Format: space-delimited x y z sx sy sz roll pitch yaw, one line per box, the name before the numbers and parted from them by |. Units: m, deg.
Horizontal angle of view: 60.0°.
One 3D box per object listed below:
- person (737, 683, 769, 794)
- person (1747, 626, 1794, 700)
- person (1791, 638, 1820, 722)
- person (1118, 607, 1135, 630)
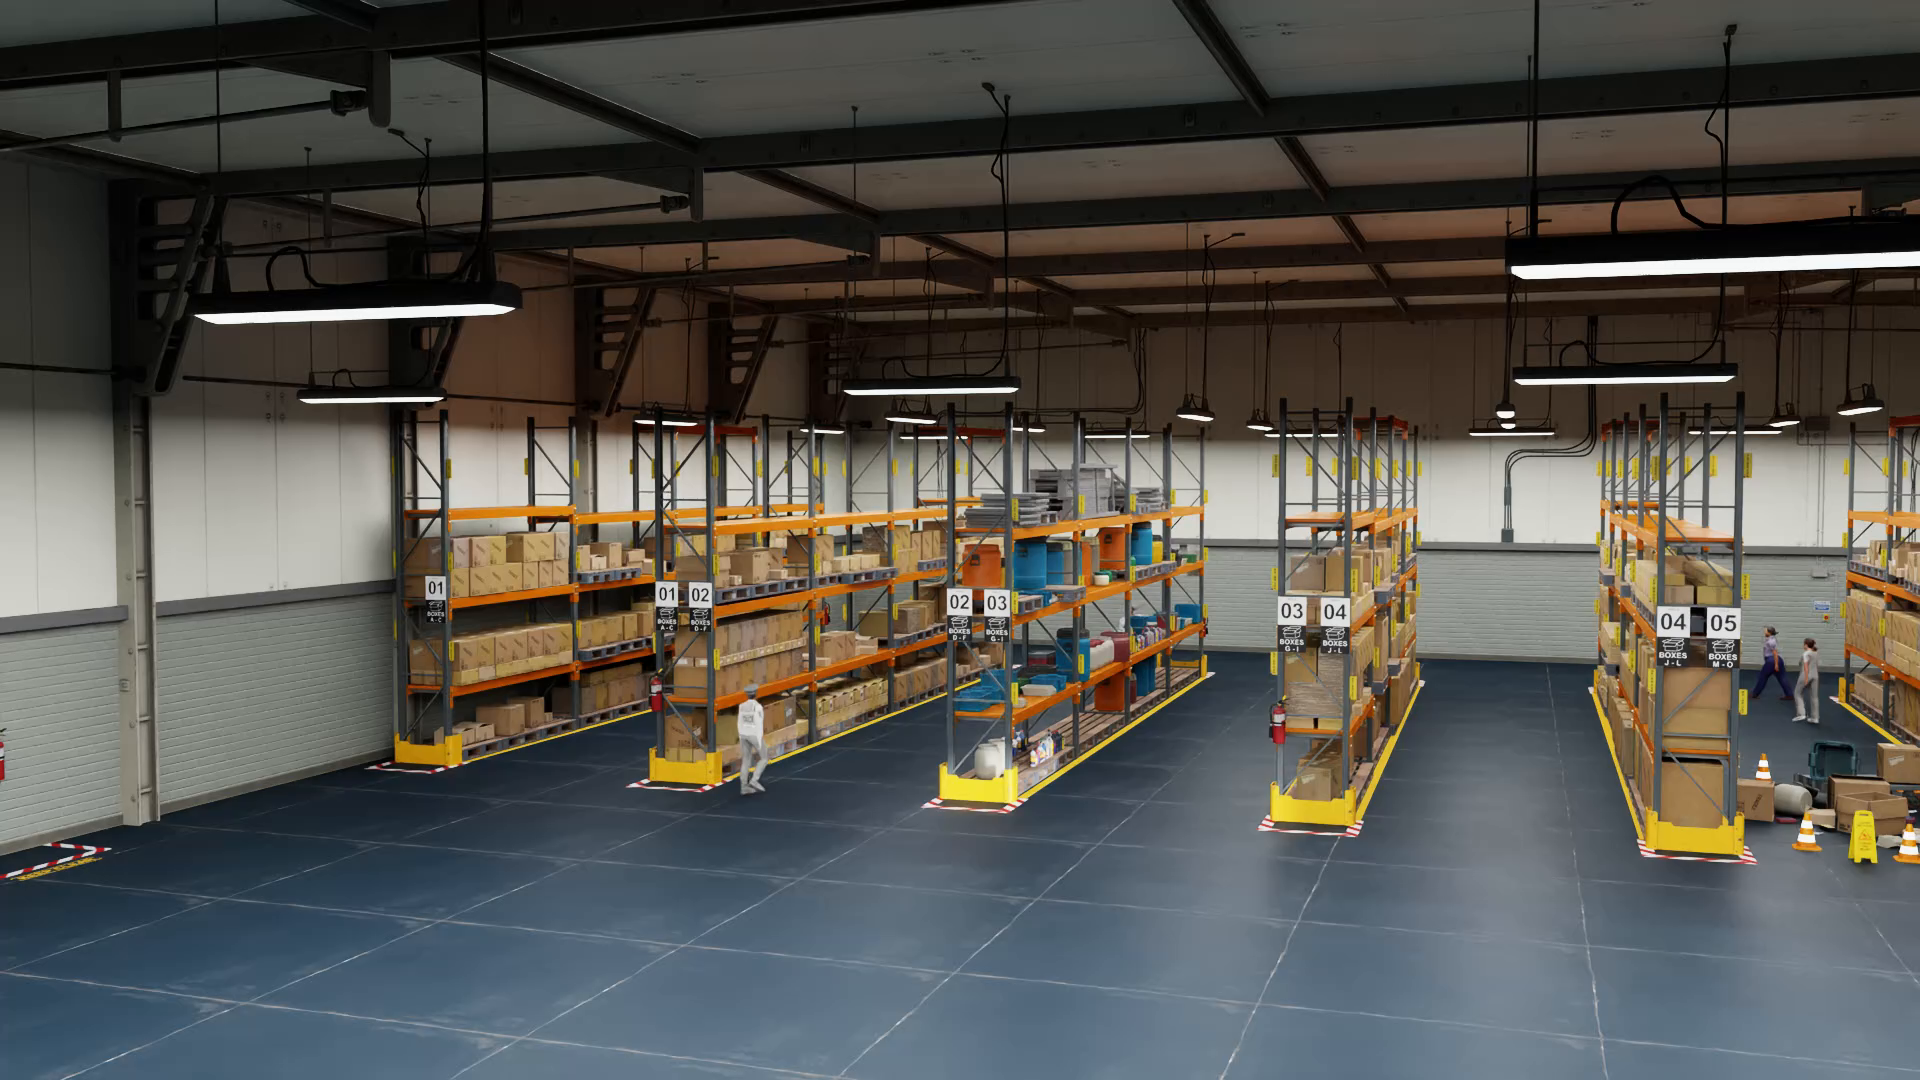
person | -3.220 3.054 25.603 0.513 1.669 0.469 1 3 31
person | 17.503 2.645 35.899 0.475 1.580 0.979 -2 3 -43
person | 16.763 2.779 32.765 0.453 1.693 0.558 0 2 -7
person | 4.116 2.414 40.878 0.537 1.642 0.982 2 3 34
